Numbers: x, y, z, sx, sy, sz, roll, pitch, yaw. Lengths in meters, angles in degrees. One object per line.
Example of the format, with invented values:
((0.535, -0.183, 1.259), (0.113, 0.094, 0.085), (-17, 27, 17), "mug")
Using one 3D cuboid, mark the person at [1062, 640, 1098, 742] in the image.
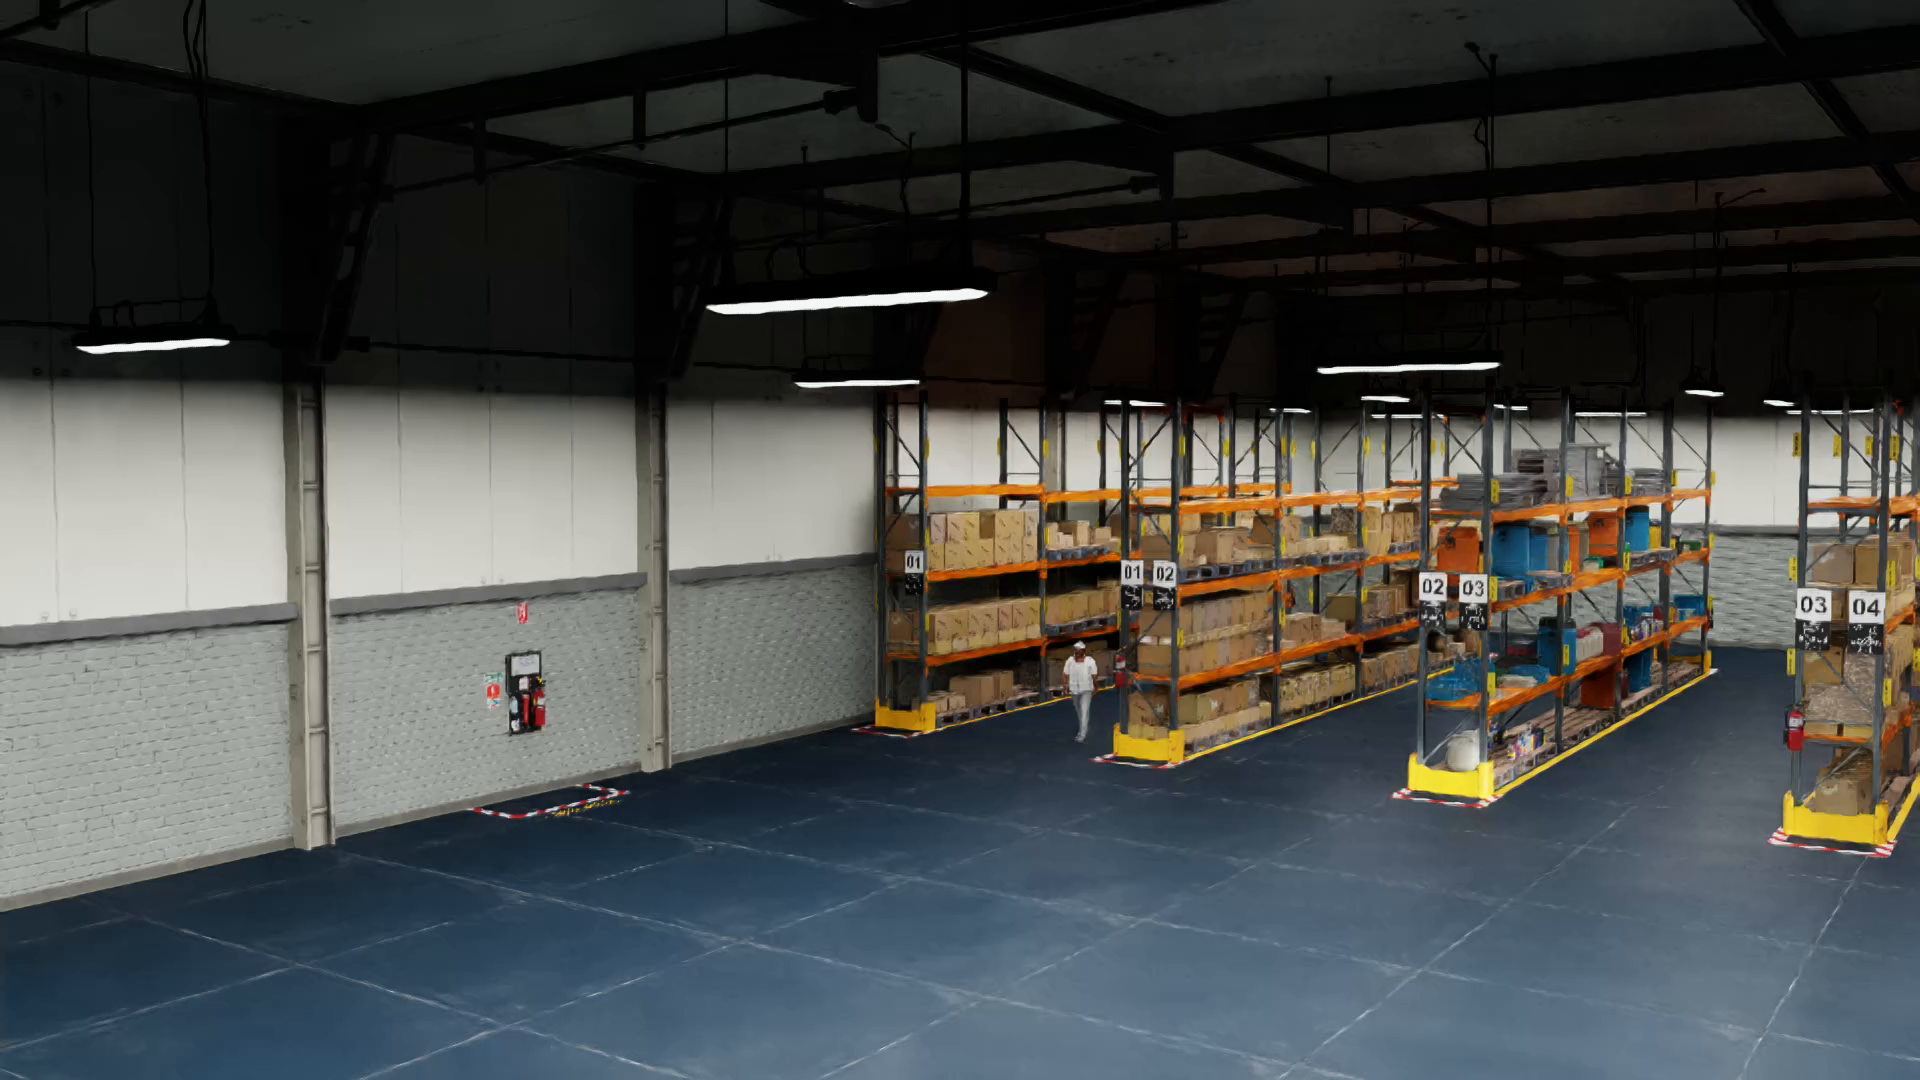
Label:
((2.038, 2.563, 28.413), (0.569, 1.709, 1.035), (2, 4, 26), "person")
